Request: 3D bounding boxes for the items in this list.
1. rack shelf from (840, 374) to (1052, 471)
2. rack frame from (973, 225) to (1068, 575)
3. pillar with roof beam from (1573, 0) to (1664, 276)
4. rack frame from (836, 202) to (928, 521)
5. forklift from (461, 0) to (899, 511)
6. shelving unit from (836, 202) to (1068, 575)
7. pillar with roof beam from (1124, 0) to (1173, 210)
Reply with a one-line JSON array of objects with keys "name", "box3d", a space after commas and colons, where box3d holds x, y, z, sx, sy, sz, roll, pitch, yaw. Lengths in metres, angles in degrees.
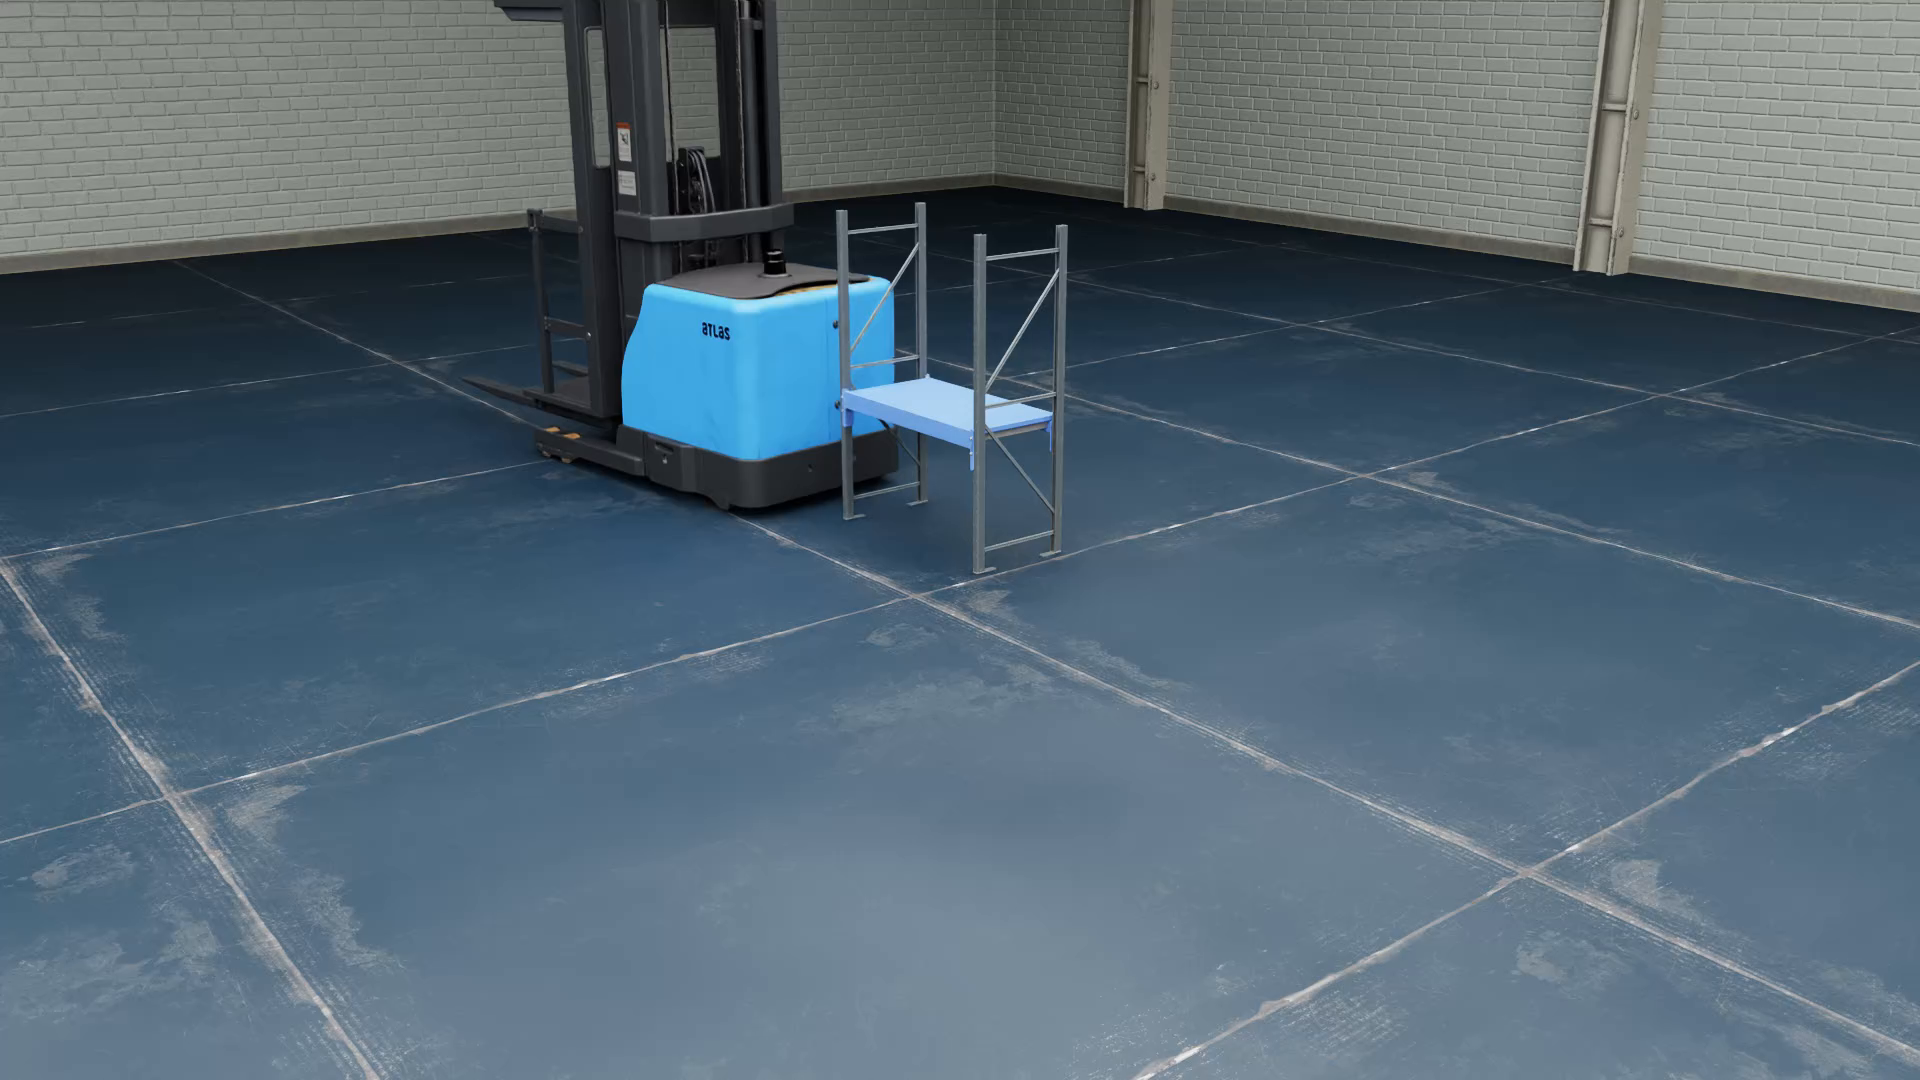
[{"name": "rack shelf", "box3d": [-0.053, -0.562, 7.747, 0.538, 0.185, 1.000, -14, 23, -36]}, {"name": "rack frame", "box3d": [0.263, -0.608, 7.312, 0.500, 1.500, 0.032, -14, 23, -36]}, {"name": "pillar with roof beam", "box3d": [2.546, -5.915, 11.411, 9.100, 9.000, 0.400, -14, 23, -36]}, {"name": "rack frame", "box3d": [-0.369, -0.858, 8.068, 0.500, 1.500, 0.032, -14, 23, -36]}, {"name": "forklift", "box3d": [-1.729, -1.913, 8.978, 3.031, 2.935, 1.130, 17, 25, 41]}, {"name": "shelving unit", "box3d": [-0.053, -0.733, 7.690, 0.538, 1.500, 1.048, -14, 23, -36]}, {"name": "pillar with roof beam", "box3d": [-1.179, -7.394, 15.876, 9.100, 9.000, 0.400, -14, 23, -36]}]
